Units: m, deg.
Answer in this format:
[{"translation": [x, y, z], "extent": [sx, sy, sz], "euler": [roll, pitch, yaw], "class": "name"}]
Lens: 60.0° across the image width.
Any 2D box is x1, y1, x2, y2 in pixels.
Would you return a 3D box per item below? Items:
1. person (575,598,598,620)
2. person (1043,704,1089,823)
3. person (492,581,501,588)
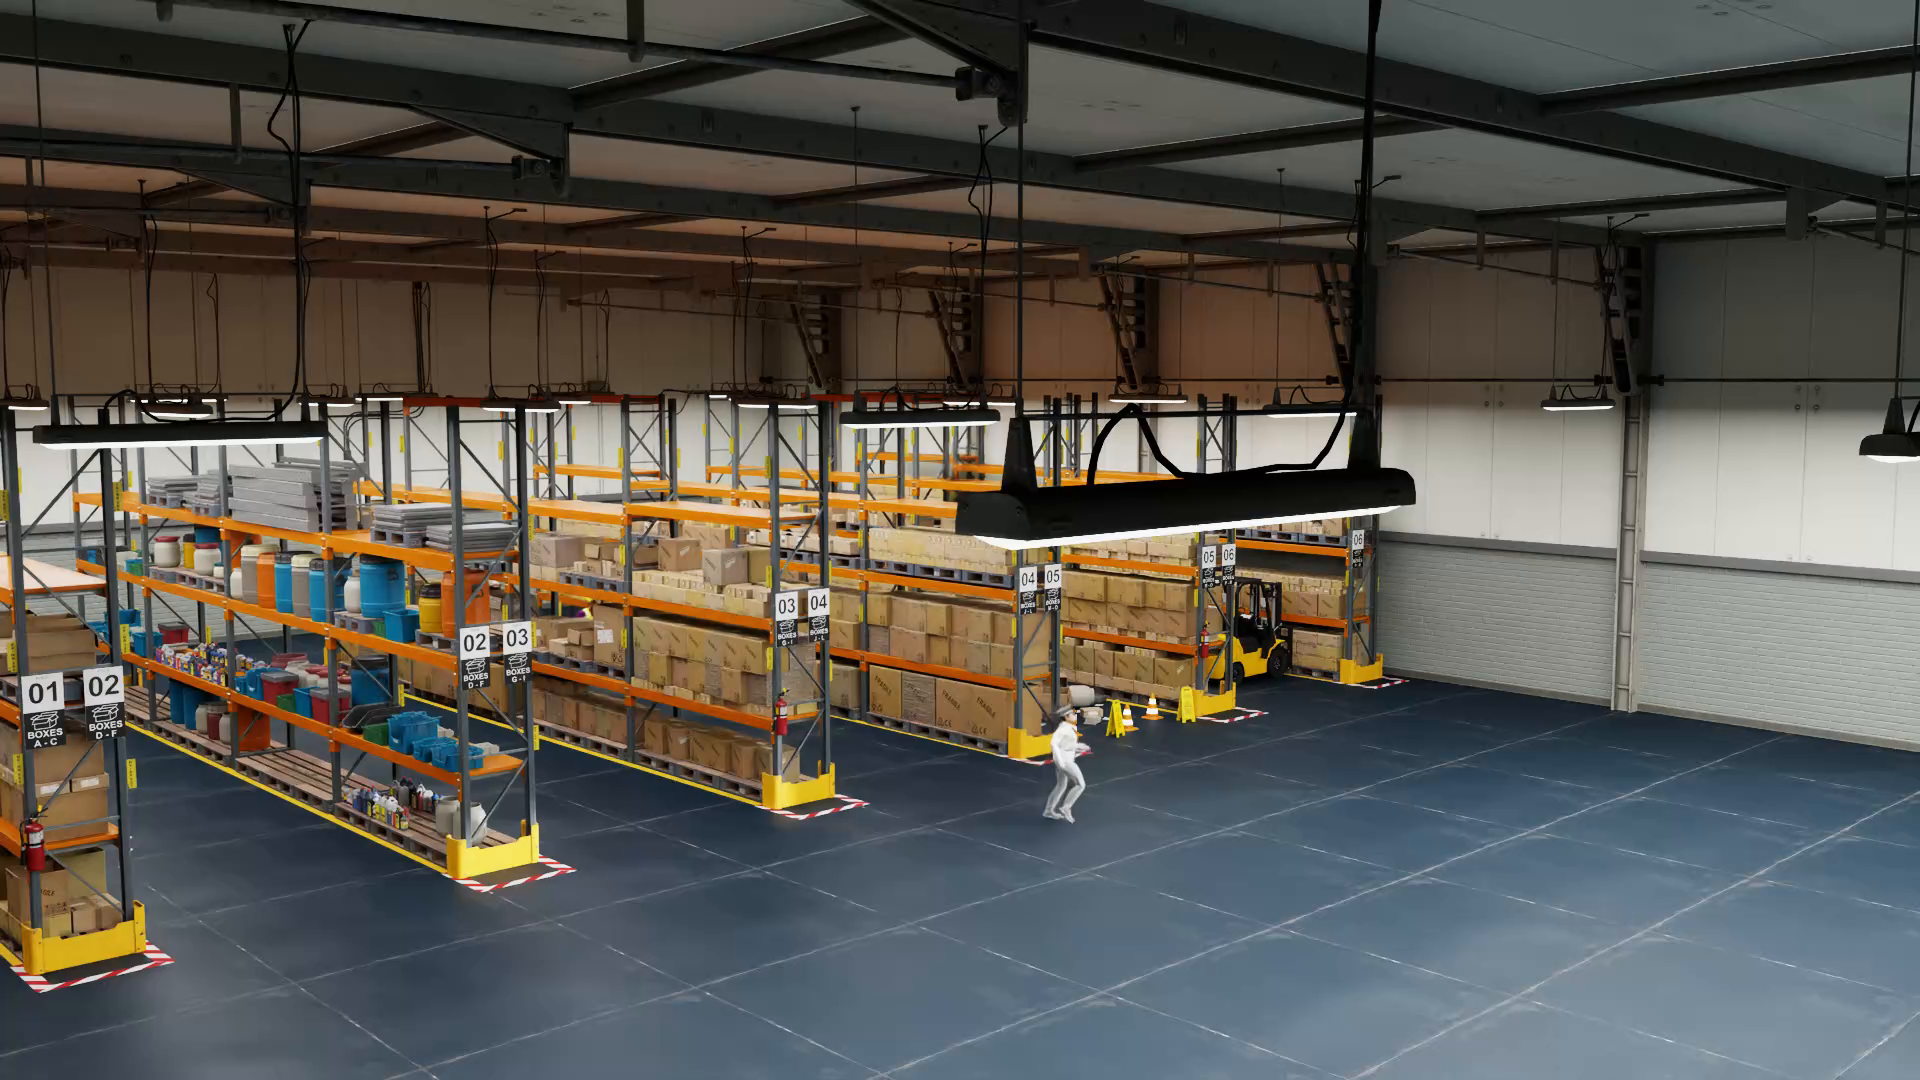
[{"translation": [-7.767, 2.049, 35.323], "extent": [0.677, 1.729, 0.600], "euler": [-5, 7, -42], "class": "person"}, {"translation": [1.528, 3.199, 23.847], "extent": [0.681, 1.711, 0.608], "euler": [0, 6, -5], "class": "person"}, {"translation": [-10.897, 1.774, 38.468], "extent": [0.830, 1.687, 0.638], "euler": [-3, 6, -31], "class": "person"}]
